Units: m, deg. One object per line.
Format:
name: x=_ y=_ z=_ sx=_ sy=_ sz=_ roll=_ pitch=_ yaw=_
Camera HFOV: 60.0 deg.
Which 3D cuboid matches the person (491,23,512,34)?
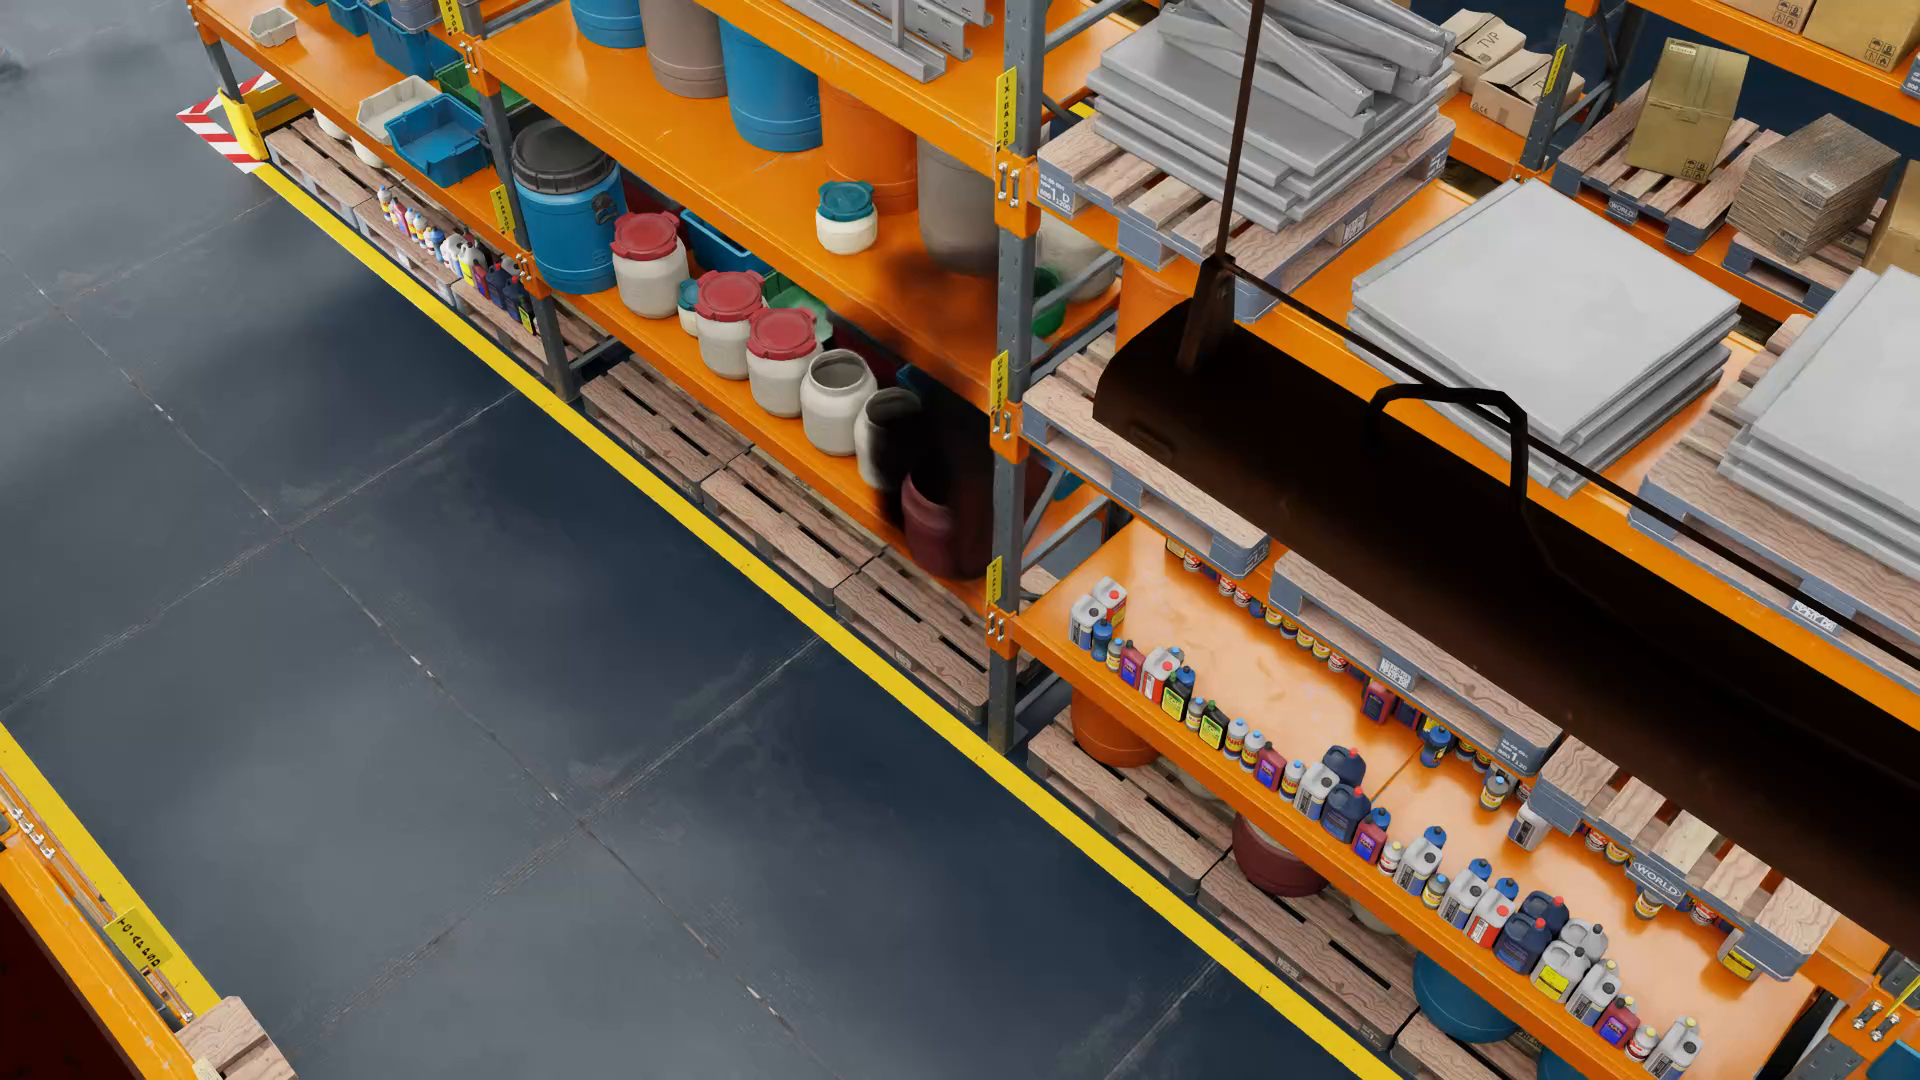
person: x=-3.782 y=-4.473 z=12.994 sx=0.727 sy=1.538 sz=0.620 roll=28 pitch=56 yaw=22
